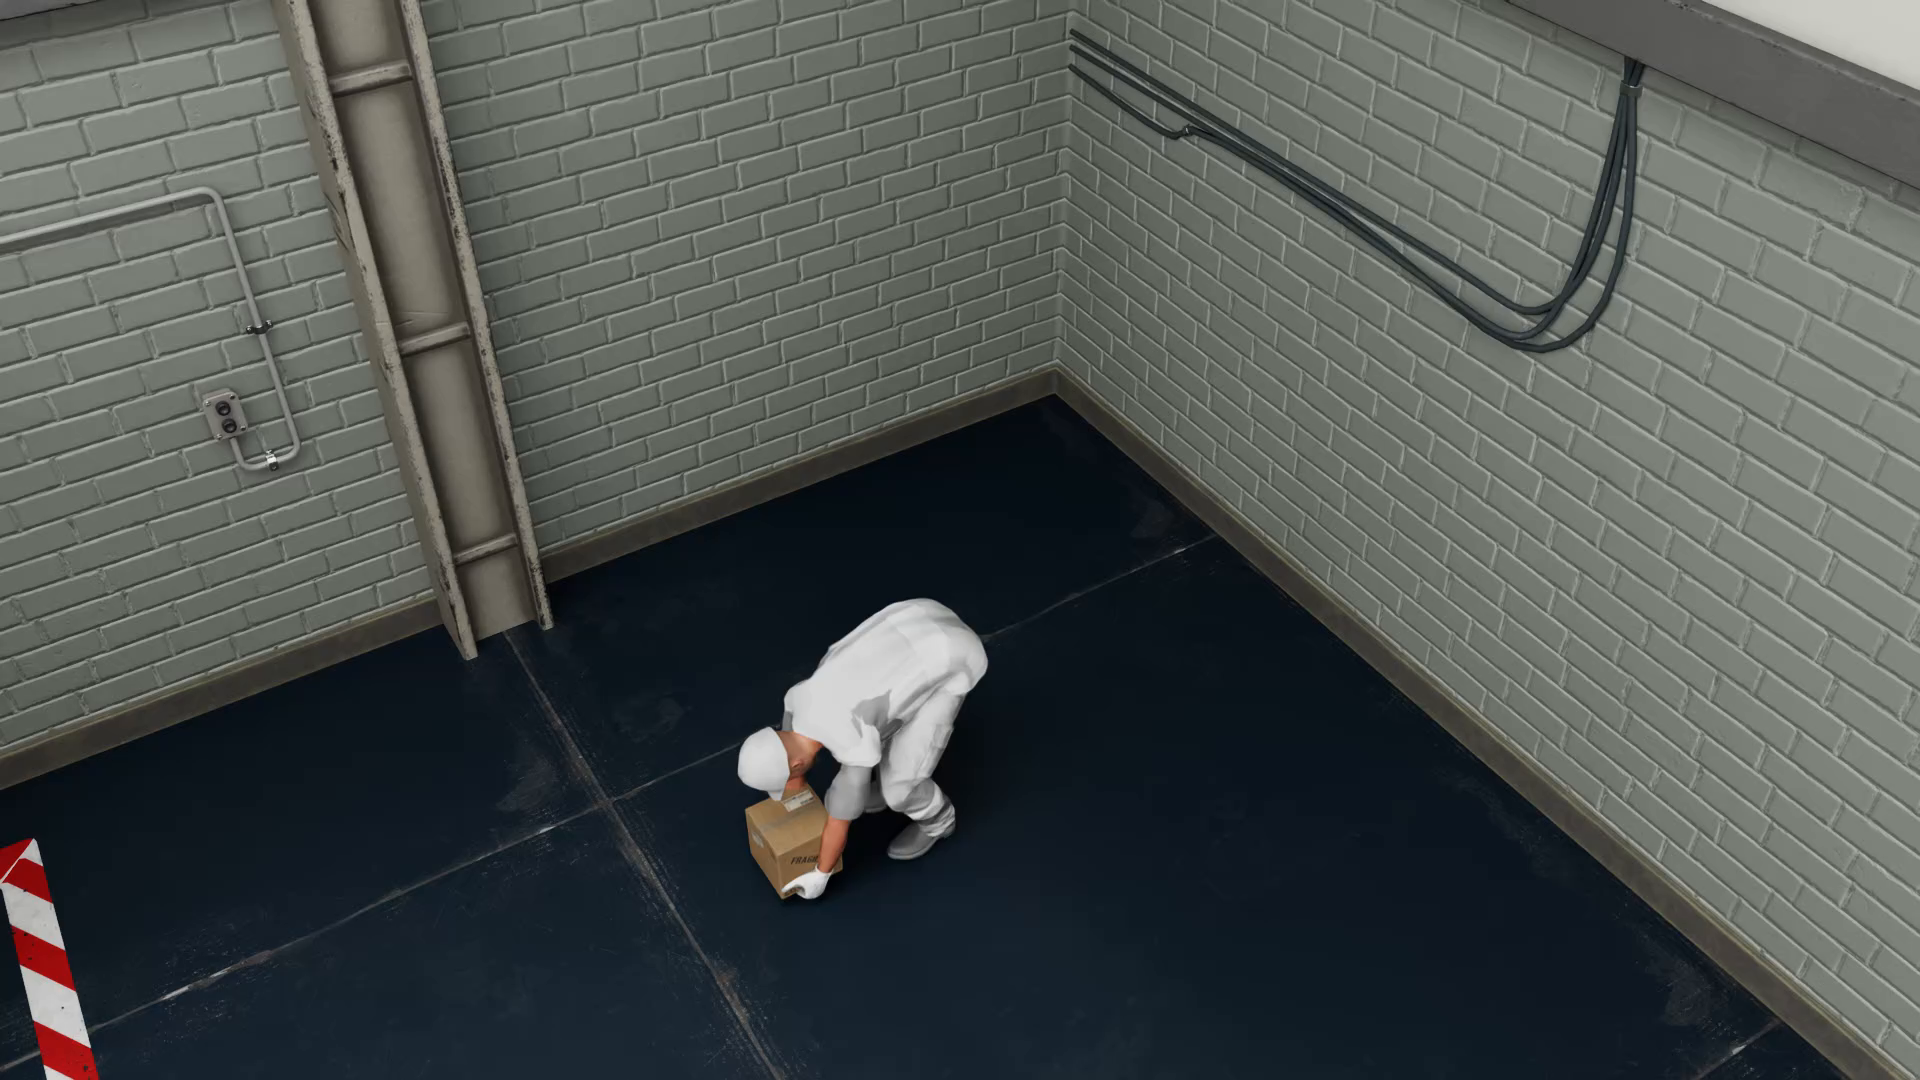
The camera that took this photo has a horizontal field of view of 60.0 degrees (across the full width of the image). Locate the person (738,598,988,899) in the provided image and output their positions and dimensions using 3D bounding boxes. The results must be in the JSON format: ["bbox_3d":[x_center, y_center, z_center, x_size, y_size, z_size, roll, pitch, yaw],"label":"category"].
[{"bbox_3d":[-0.348,0.744,5.893,0.948,0.970,0.533,-25,46,-26],"label":"person"}]
